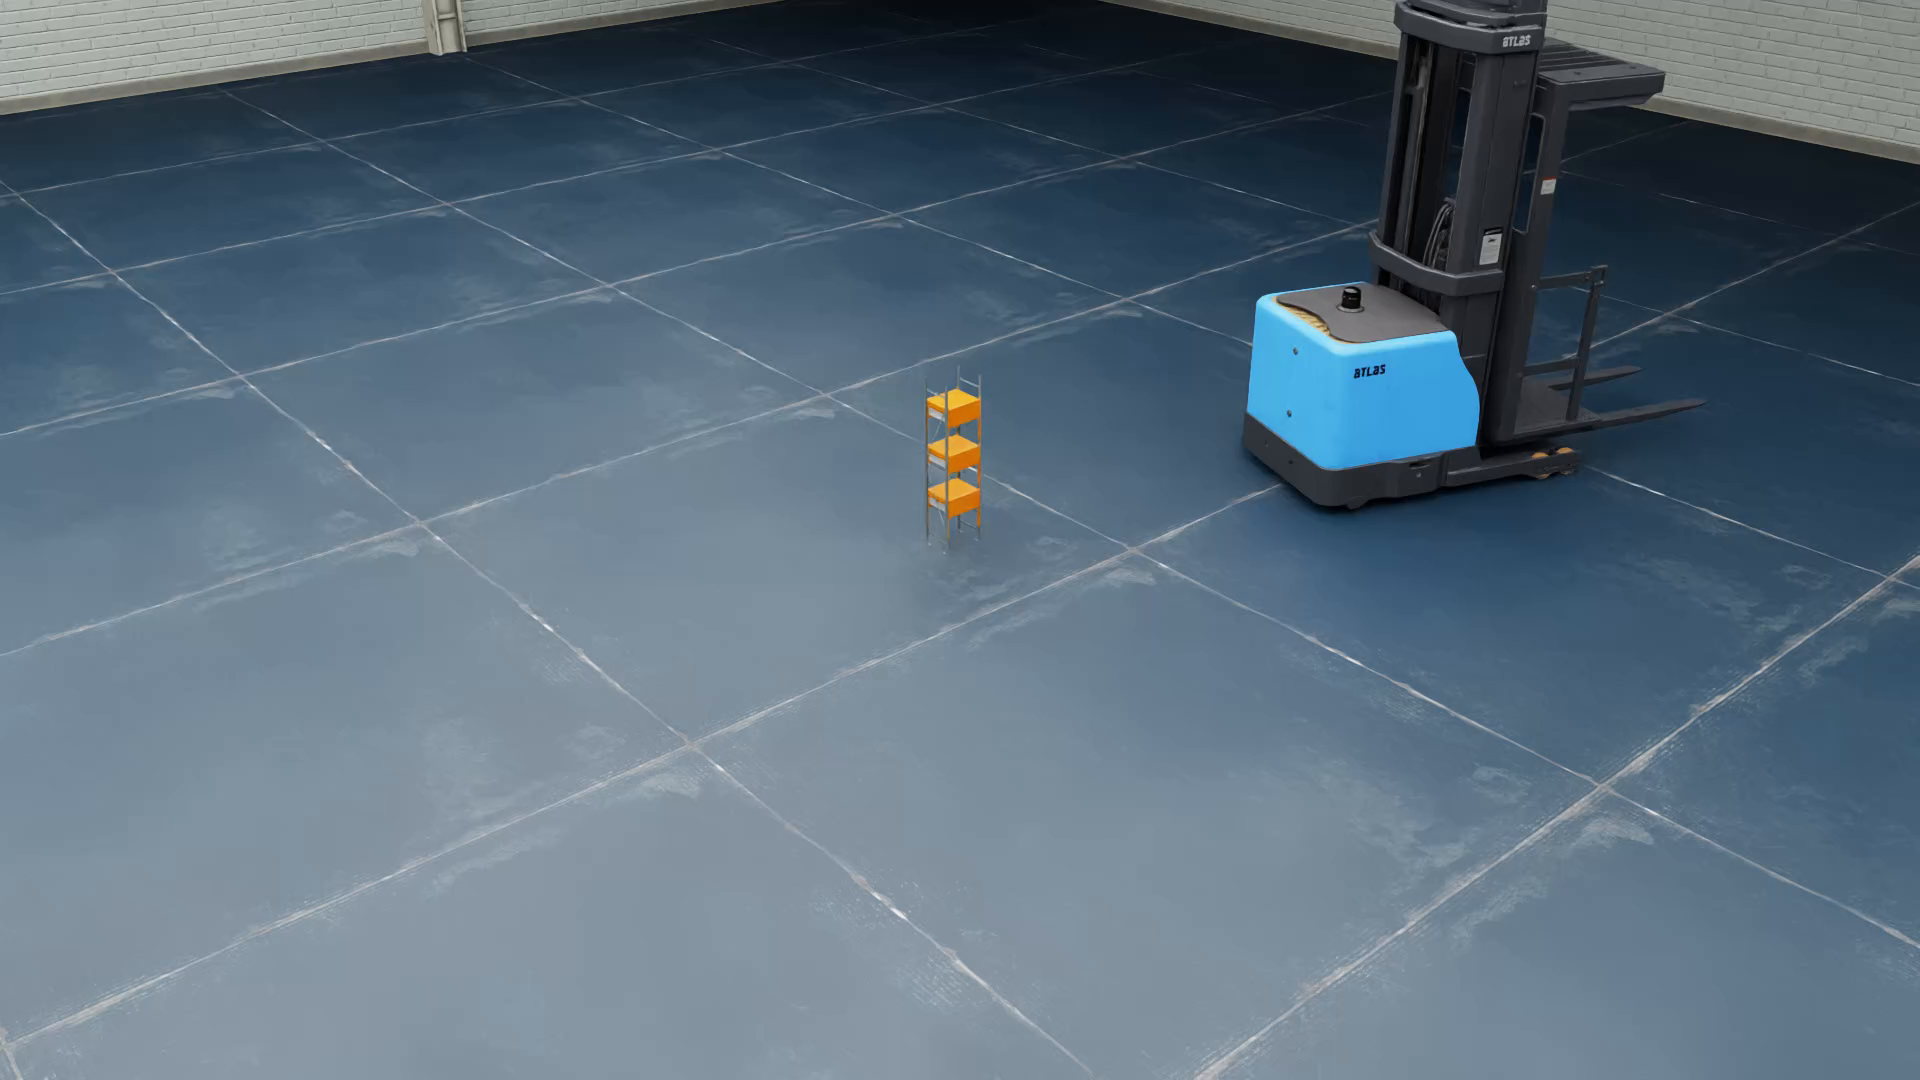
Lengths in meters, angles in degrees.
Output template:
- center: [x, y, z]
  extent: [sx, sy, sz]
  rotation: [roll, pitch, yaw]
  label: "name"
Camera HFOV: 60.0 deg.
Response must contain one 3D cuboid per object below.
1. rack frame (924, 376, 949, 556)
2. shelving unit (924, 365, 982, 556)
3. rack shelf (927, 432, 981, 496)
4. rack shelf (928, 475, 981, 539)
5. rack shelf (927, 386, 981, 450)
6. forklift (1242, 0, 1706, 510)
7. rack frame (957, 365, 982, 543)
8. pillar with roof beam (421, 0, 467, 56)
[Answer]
- center: [-0.134, -0.409, 9.402]
  extent: [0.008, 1.050, 0.200]
  rotation: [-22, 35, -35]
  label: "rack frame"
- center: [-0.041, -0.447, 9.472]
  extent: [0.252, 1.050, 0.215]
  rotation: [-22, 35, -35]
  label: "shelving unit"
- center: [-0.041, -0.437, 9.477]
  extent: [0.240, 0.259, 0.215]
  rotation: [-22, 35, -35]
  label: "rack shelf"
- center: [-0.041, -0.192, 9.608]
  extent: [0.240, 0.259, 0.215]
  rotation: [-22, 35, -35]
  label: "rack shelf"
- center: [-0.041, -0.688, 9.343]
  extent: [0.240, 0.259, 0.215]
  rotation: [-22, 35, -35]
  label: "rack shelf"
- center: [3.395, -1.899, 10.194]
  extent: [3.031, 2.935, 1.130]
  rotation: [-10, 30, -18]
  label: "forklift"
- center: [0.052, -0.484, 9.542]
  extent: [0.008, 1.050, 0.200]
  rotation: [-22, 35, -35]
  label: "rack frame"
- center: [-3.867, -8.779, 16.630]
  extent: [0.400, 9.000, 9.100]
  rotation: [-22, 35, -35]
  label: "pillar with roof beam"
